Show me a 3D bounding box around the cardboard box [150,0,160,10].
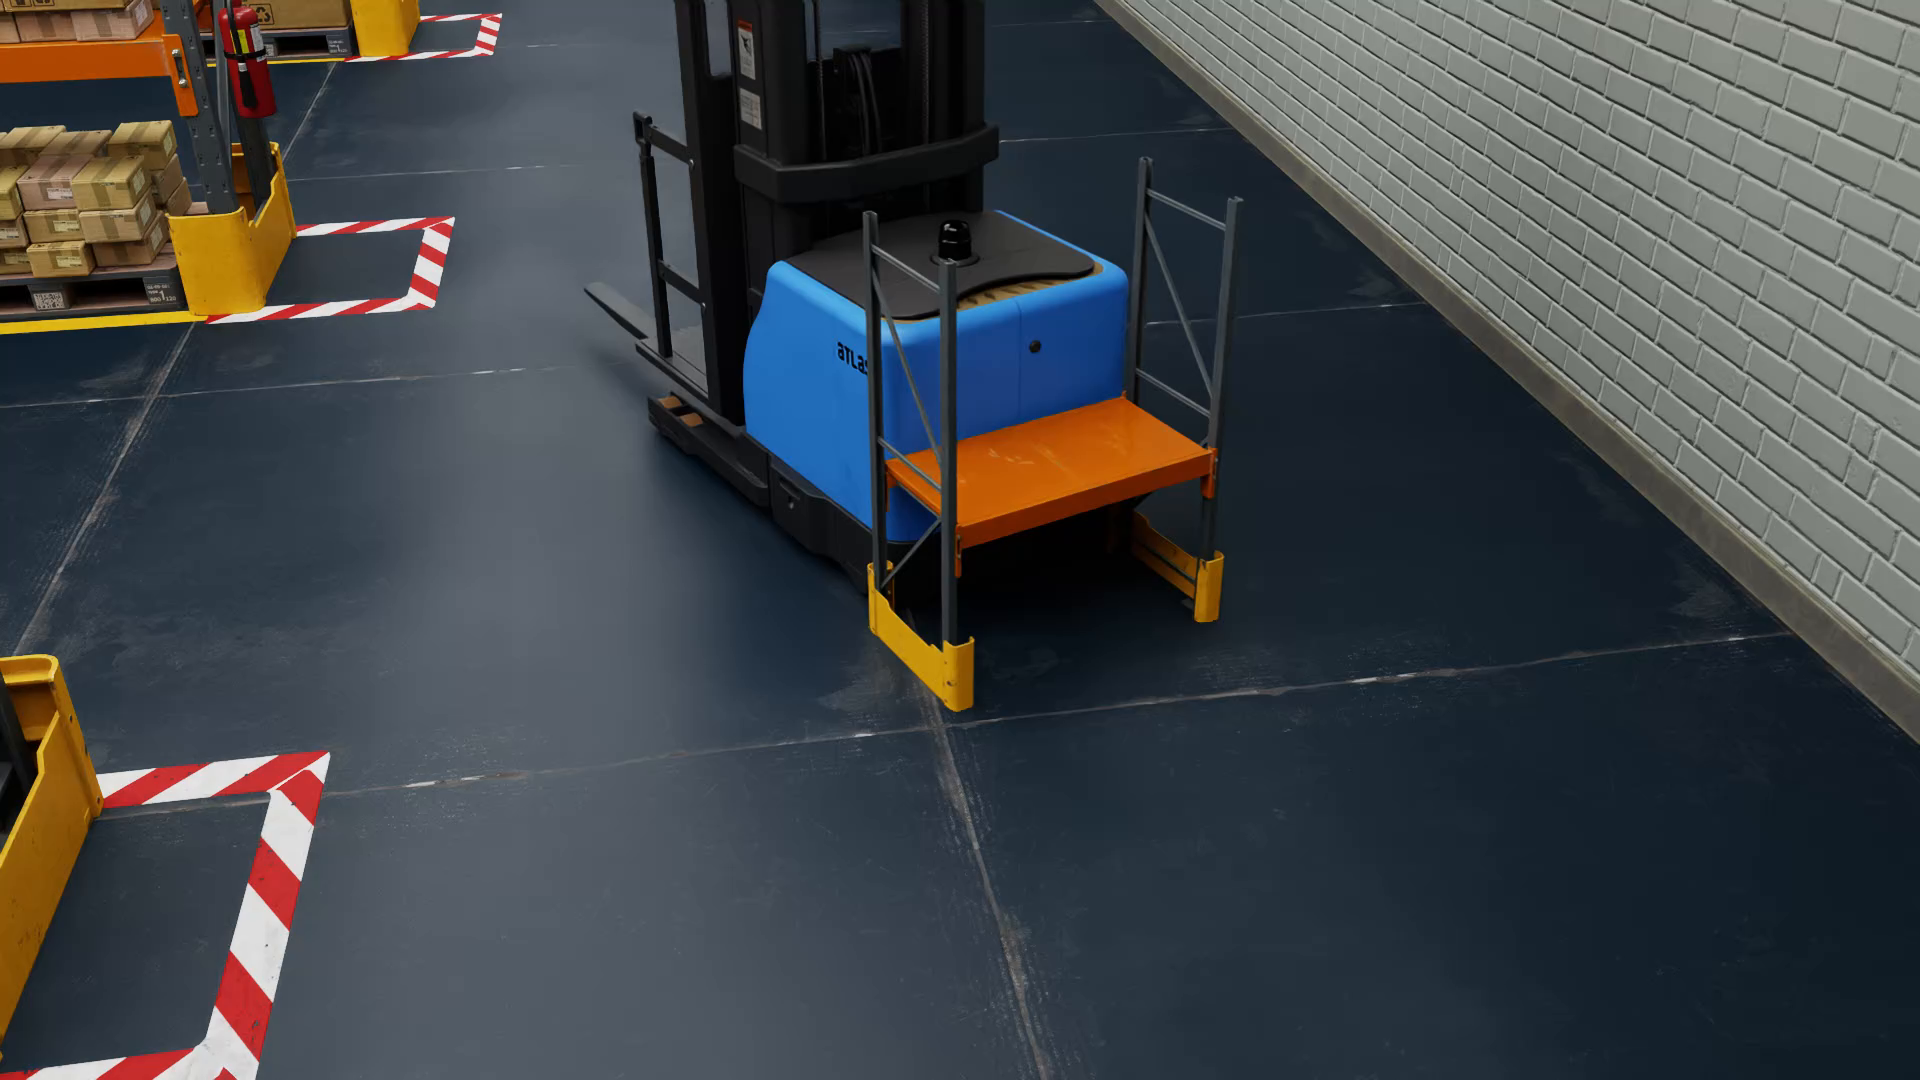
[{"bbox_3d":[-4.001,-2.718,8.161,0.250,0.149,0.380,-6,31,-9],"label":"cardboard box"}]

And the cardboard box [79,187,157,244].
[{"bbox_3d":[-4.091,-1.582,8.087,0.250,0.149,0.380,-6,31,-10],"label":"cardboard box"}]

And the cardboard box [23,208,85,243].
[{"bbox_3d":[-4.358,-1.585,8.092,0.250,0.149,0.380,-6,31,-10],"label":"cardboard box"}]

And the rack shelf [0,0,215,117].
[{"bbox_3d":[-5.590,-2.200,7.742,4.000,0.370,1.077,-5,31,-9],"label":"rack shelf"}]

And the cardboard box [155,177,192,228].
[{"bbox_3d":[-4.196,-1.756,8.676,0.250,0.149,0.380,-5,31,-8],"label":"cardboard box"}]

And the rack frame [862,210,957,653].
[{"bbox_3d":[-0.150,-0.225,5.154,0.032,1.500,0.500,-17,34,-26],"label":"rack frame"}]

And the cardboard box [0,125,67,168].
[{"bbox_3d":[-4.720,-1.978,8.467,0.250,0.149,0.380,-5,31,-9],"label":"cardboard box"}]

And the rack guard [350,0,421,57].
[{"bbox_3d":[-4.393,-4.099,12.728,0.348,0.500,1.175,-5,31,-9],"label":"rack guard"}]

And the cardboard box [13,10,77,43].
[{"bbox_3d":[-4.144,-2.410,7.636,0.250,0.149,0.380,-5,31,-9],"label":"cardboard box"}]

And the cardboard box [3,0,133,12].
[{"bbox_3d":[-4.019,-2.695,7.481,0.500,0.500,0.500,-5,31,-8],"label":"cardboard box"}]

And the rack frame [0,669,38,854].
[{"bbox_3d":[-2.632,-0.234,3.688,0.127,3.000,1.000,-5,31,-9],"label":"rack frame"}]

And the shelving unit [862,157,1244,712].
[{"bbox_3d":[0.294,-0.360,5.383,1.083,1.500,0.587,-17,34,-26],"label":"shelving unit"}]

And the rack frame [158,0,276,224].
[{"bbox_3d":[-3.623,-2.693,7.870,0.127,3.000,1.000,-5,31,-9],"label":"rack frame"}]

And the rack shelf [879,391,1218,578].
[{"bbox_3d":[0.286,-0.203,5.470,1.000,0.185,0.538,-17,34,-26],"label":"rack shelf"}]

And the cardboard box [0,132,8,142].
[{"bbox_3d":[-4.949,-1.914,8.358,0.250,0.149,0.380,-7,31,-11],"label":"cardboard box"}]

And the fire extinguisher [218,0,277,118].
[{"bbox_3d":[-3.292,-2.291,7.632,0.183,0.674,0.296,-5,31,-9],"label":"fire extinguisher"}]

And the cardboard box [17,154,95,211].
[{"bbox_3d":[-4.356,-1.732,8.048,0.250,0.149,0.380,-5,31,-8],"label":"cardboard box"}]

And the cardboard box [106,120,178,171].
[{"bbox_3d":[-4.200,-2.023,8.542,0.250,0.149,0.380,-7,31,-11],"label":"cardboard box"}]

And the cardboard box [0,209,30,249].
[{"bbox_3d":[-4.602,-1.534,8.004,0.250,0.149,0.380,-7,31,-11],"label":"cardboard box"}]

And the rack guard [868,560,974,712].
[{"bbox_3d":[-0.133,0.308,5.479,0.087,0.250,0.587,-17,34,-26],"label":"rack guard"}]

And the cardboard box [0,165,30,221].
[{"bbox_3d":[-4.587,-1.645,7.900,0.250,0.149,0.380,-6,31,-10],"label":"cardboard box"}]

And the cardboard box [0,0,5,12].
[{"bbox_3d":[-4.526,-2.650,7.405,0.500,0.500,0.500,-6,31,-10],"label":"cardboard box"}]

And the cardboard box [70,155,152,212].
[{"bbox_3d":[-4.098,-1.726,8.038,0.250,0.149,0.380,-5,31,-8],"label":"cardboard box"}]

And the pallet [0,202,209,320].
[{"bbox_3d":[-4.503,-1.427,8.469,1.213,0.211,1.003,-5,31,-9],"label":"pallet"}]

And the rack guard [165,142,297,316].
[{"bbox_3d":[-3.698,-1.608,8.492,0.348,0.500,1.175,-5,31,-9],"label":"rack guard"}]

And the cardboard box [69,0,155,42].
[{"bbox_3d":[-3.893,-2.414,7.643,0.250,0.149,0.380,-5,31,-9],"label":"cardboard box"}]

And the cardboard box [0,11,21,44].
[{"bbox_3d":[-4.388,-2.379,7.585,0.250,0.149,0.380,-6,31,-9],"label":"cardboard box"}]

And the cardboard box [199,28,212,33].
[{"bbox_3d":[-5.927,-4.258,12.215,0.875,0.875,0.875,-5,31,-9],"label":"cardboard box"}]

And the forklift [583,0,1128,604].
[{"bbox_3d":[-0.650,-1.743,6.322,1.130,2.935,3.031,-19,36,-29],"label":"forklift"}]

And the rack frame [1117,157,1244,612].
[{"bbox_3d":[0.722,-0.490,5.603,0.032,1.500,0.500,-17,34,-26],"label":"rack frame"}]

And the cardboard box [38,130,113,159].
[{"bbox_3d":[-4.449,-1.937,8.397,0.250,0.149,0.380,-5,31,-8],"label":"cardboard box"}]

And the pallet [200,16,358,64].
[{"bbox_3d":[-5.189,-3.861,12.607,1.213,0.211,1.003,-5,31,-9],"label":"pallet"}]

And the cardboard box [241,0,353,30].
[{"bbox_3d":[-5.032,-4.342,12.356,0.875,0.875,0.875,-5,31,-9],"label":"cardboard box"}]

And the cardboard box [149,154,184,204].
[{"bbox_3d":[-4.185,-1.853,8.547,0.250,0.149,0.380,-4,31,-7],"label":"cardboard box"}]

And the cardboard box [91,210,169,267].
[{"bbox_3d":[-4.103,-1.493,8.227,0.250,0.149,0.380,-5,31,-8],"label":"cardboard box"}]

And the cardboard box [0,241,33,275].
[{"bbox_3d":[-4.613,-1.437,8.134,0.250,0.149,0.380,-5,31,-9],"label":"cardboard box"}]

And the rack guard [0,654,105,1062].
[{"bbox_3d":[-2.608,0.842,4.326,0.348,0.500,1.175,-5,31,-9],"label":"rack guard"}]

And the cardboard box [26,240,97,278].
[{"bbox_3d":[-4.338,-1.419,8.102,0.250,0.149,0.380,-4,31,-7],"label":"cardboard box"}]

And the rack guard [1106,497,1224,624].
[{"bbox_3d":[0.721,0.049,5.920,0.087,0.250,0.587,-17,34,-26],"label":"rack guard"}]
